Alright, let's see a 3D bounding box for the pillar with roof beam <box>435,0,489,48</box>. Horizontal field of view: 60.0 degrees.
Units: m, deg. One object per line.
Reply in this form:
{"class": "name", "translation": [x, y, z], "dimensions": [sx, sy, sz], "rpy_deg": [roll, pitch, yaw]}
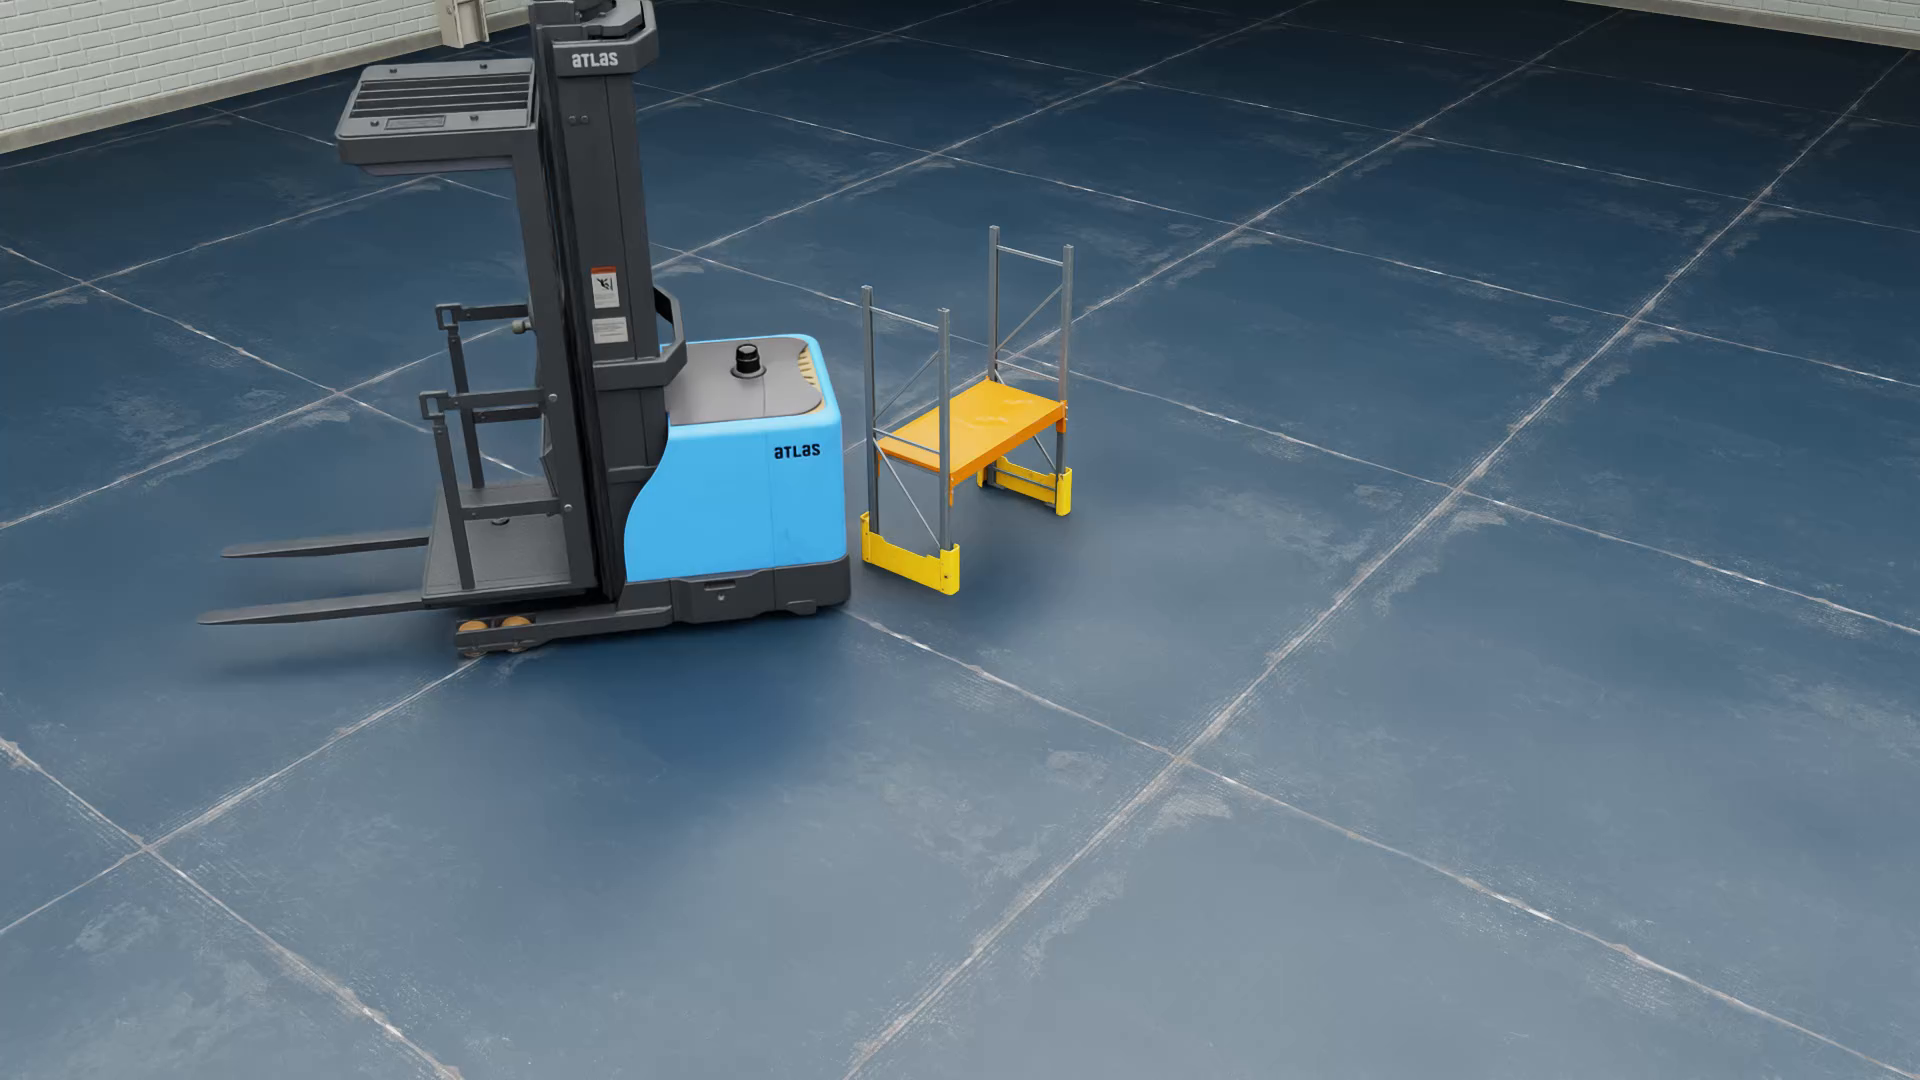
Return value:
{"class": "pillar with roof beam", "translation": [-1.823, -7.836, 13.146], "dimensions": [9.100, 9.000, 0.400], "rpy_deg": [21, 37, 31]}

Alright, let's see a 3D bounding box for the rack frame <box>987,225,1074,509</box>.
{"class": "rack frame", "translation": [0.358, -0.887, 8.775], "dimensions": [0.500, 1.500, 0.032], "rpy_deg": [21, 37, 31]}

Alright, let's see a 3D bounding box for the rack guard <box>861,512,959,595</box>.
{"class": "rack guard", "translation": [-0.255, 0.064, 8.397], "dimensions": [0.587, 0.250, 0.087], "rpy_deg": [21, 37, 31]}

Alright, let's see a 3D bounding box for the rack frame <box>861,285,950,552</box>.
{"class": "rack frame", "translation": [-0.255, -0.473, 8.077], "dimensions": [0.500, 1.500, 0.032], "rpy_deg": [21, 37, 31]}

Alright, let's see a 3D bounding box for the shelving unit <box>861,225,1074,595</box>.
{"class": "shelving unit", "translation": [0.046, -0.676, 8.420], "dimensions": [0.587, 1.500, 1.083], "rpy_deg": [21, 37, 31]}

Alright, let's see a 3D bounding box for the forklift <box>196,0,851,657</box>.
{"class": "forklift", "translation": [-2.106, -1.006, 7.572], "dimensions": [3.031, 2.935, 1.130], "rpy_deg": [-6, 31, -10]}

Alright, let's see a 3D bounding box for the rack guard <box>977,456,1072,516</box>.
{"class": "rack guard", "translation": [0.347, -0.341, 9.080], "dimensions": [0.587, 0.250, 0.087], "rpy_deg": [21, 37, 31]}

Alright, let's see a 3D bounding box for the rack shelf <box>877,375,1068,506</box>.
{"class": "rack shelf", "translation": [0.052, -0.525, 8.518], "dimensions": [0.538, 0.185, 1.000], "rpy_deg": [21, 37, 31]}
